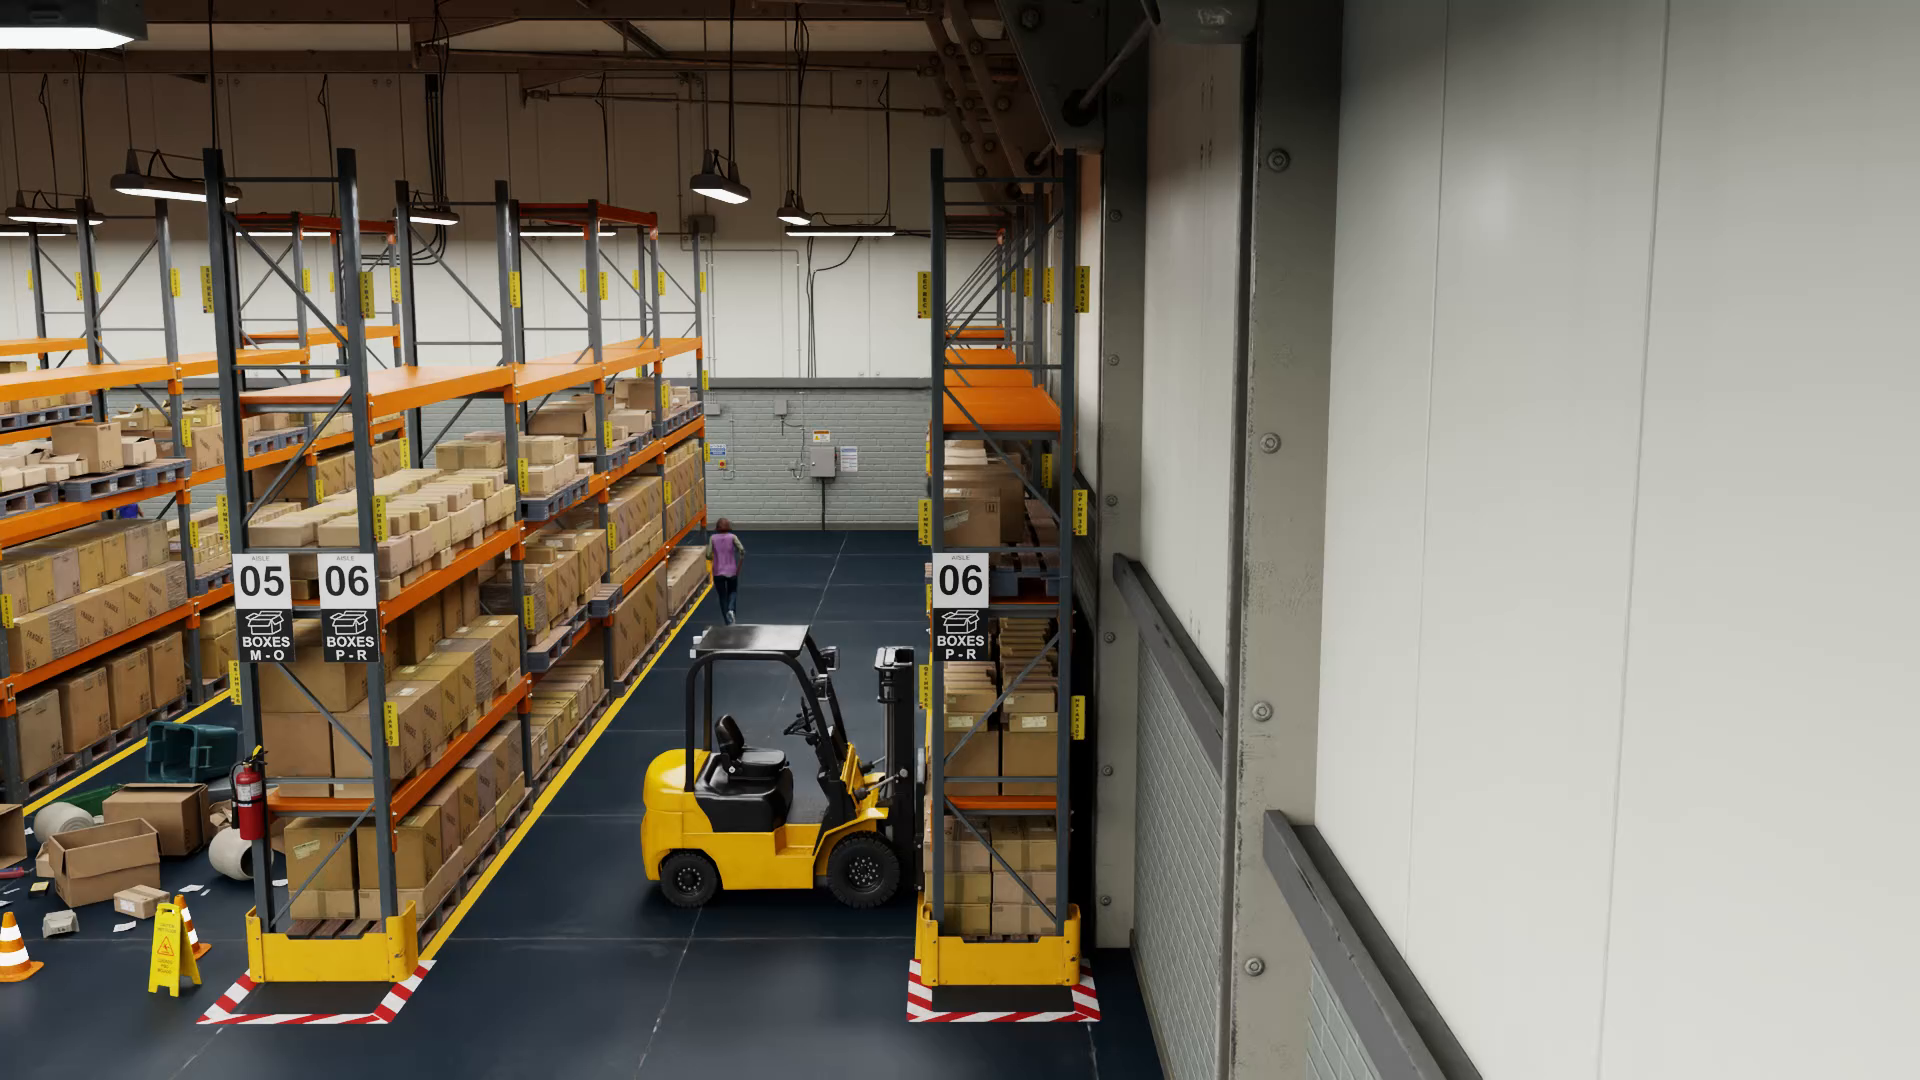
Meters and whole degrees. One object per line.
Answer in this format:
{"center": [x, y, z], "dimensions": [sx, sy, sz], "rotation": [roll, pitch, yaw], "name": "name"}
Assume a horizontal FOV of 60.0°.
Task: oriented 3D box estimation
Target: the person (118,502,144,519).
{"center": [-14.421, -0.228, 28.782], "dimensions": [0.844, 1.661, 0.617], "rotation": [3, 9, 15], "name": "person"}

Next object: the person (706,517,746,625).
{"center": [-3.212, 0.469, 22.821], "dimensions": [0.541, 1.575, 0.547], "rotation": [-1, 9, -9], "name": "person"}
